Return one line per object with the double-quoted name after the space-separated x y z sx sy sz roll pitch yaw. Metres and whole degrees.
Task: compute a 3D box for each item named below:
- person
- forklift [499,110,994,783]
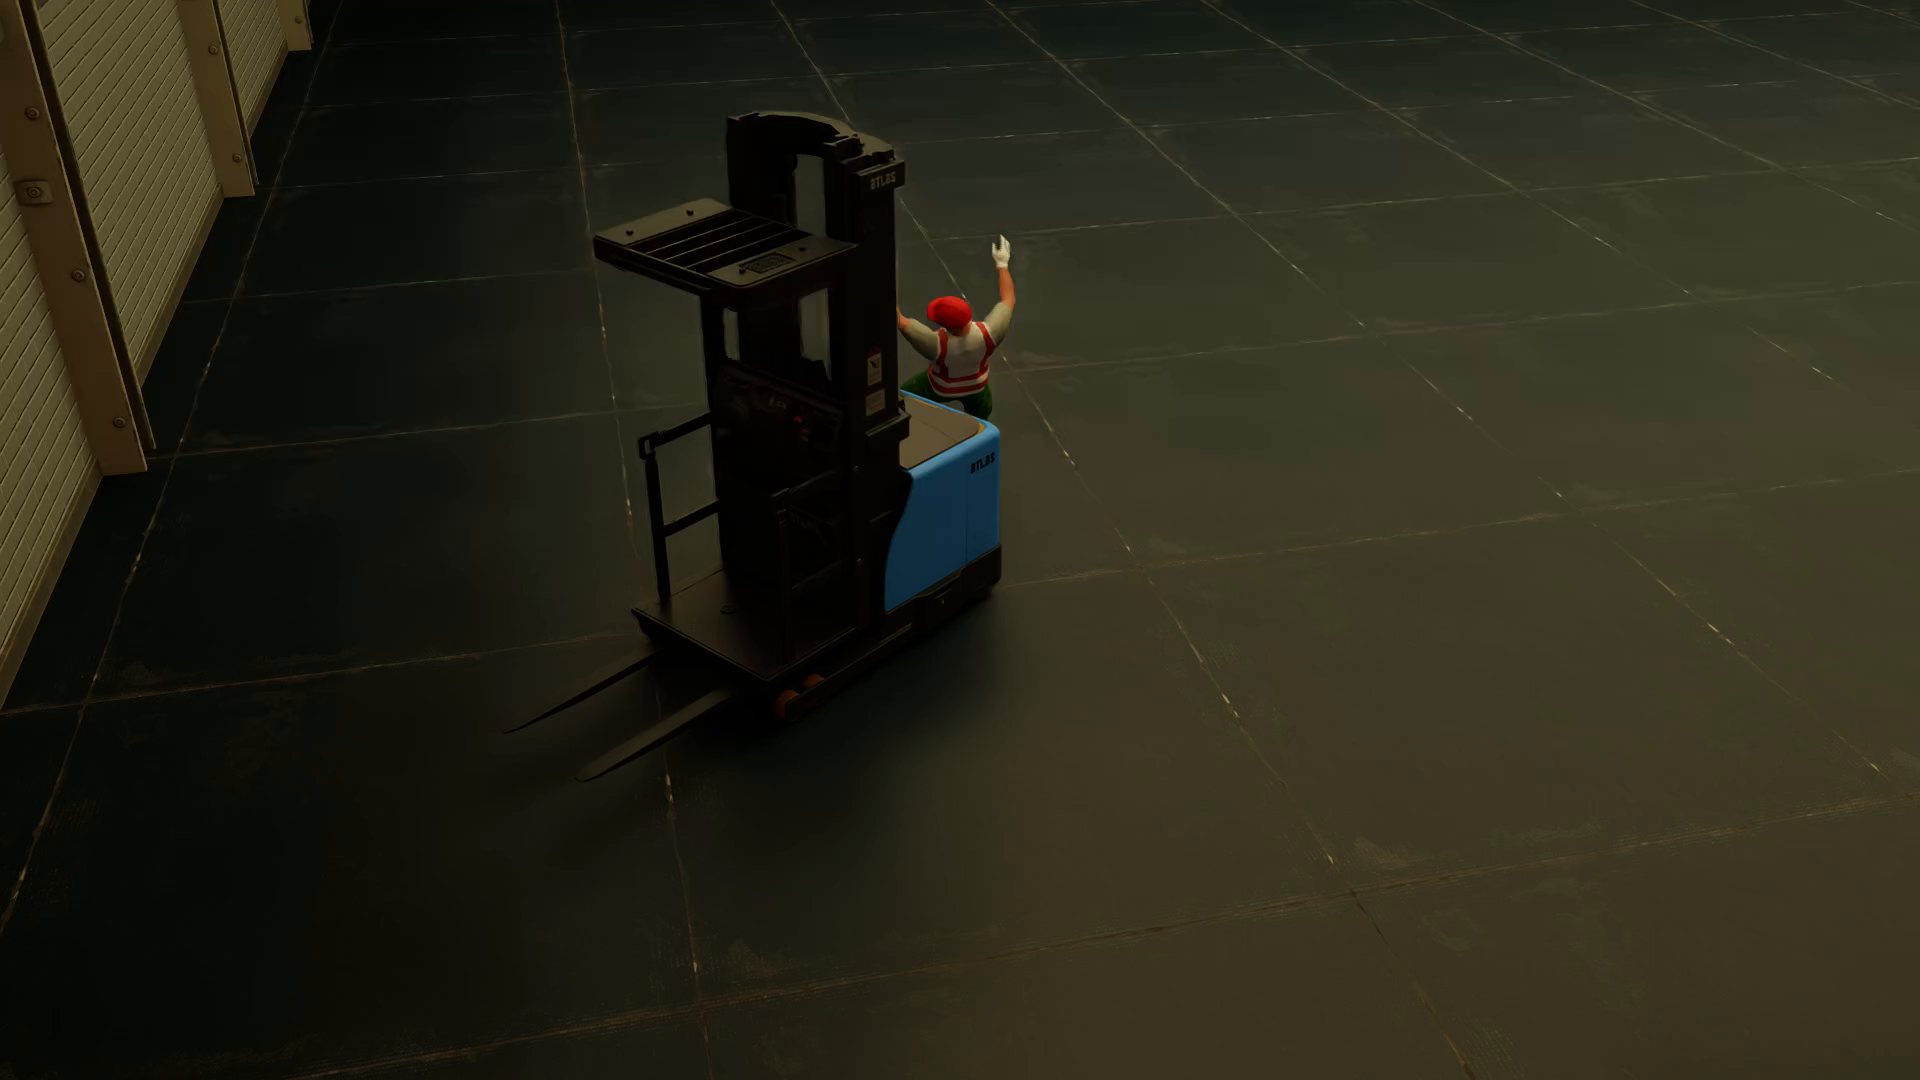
-0.117 -1.112 10.689 0.986 1.546 0.745 -6 31 -11 "person"
-1.099 -0.591 8.596 1.121 2.935 3.031 23 37 34 "forklift"
